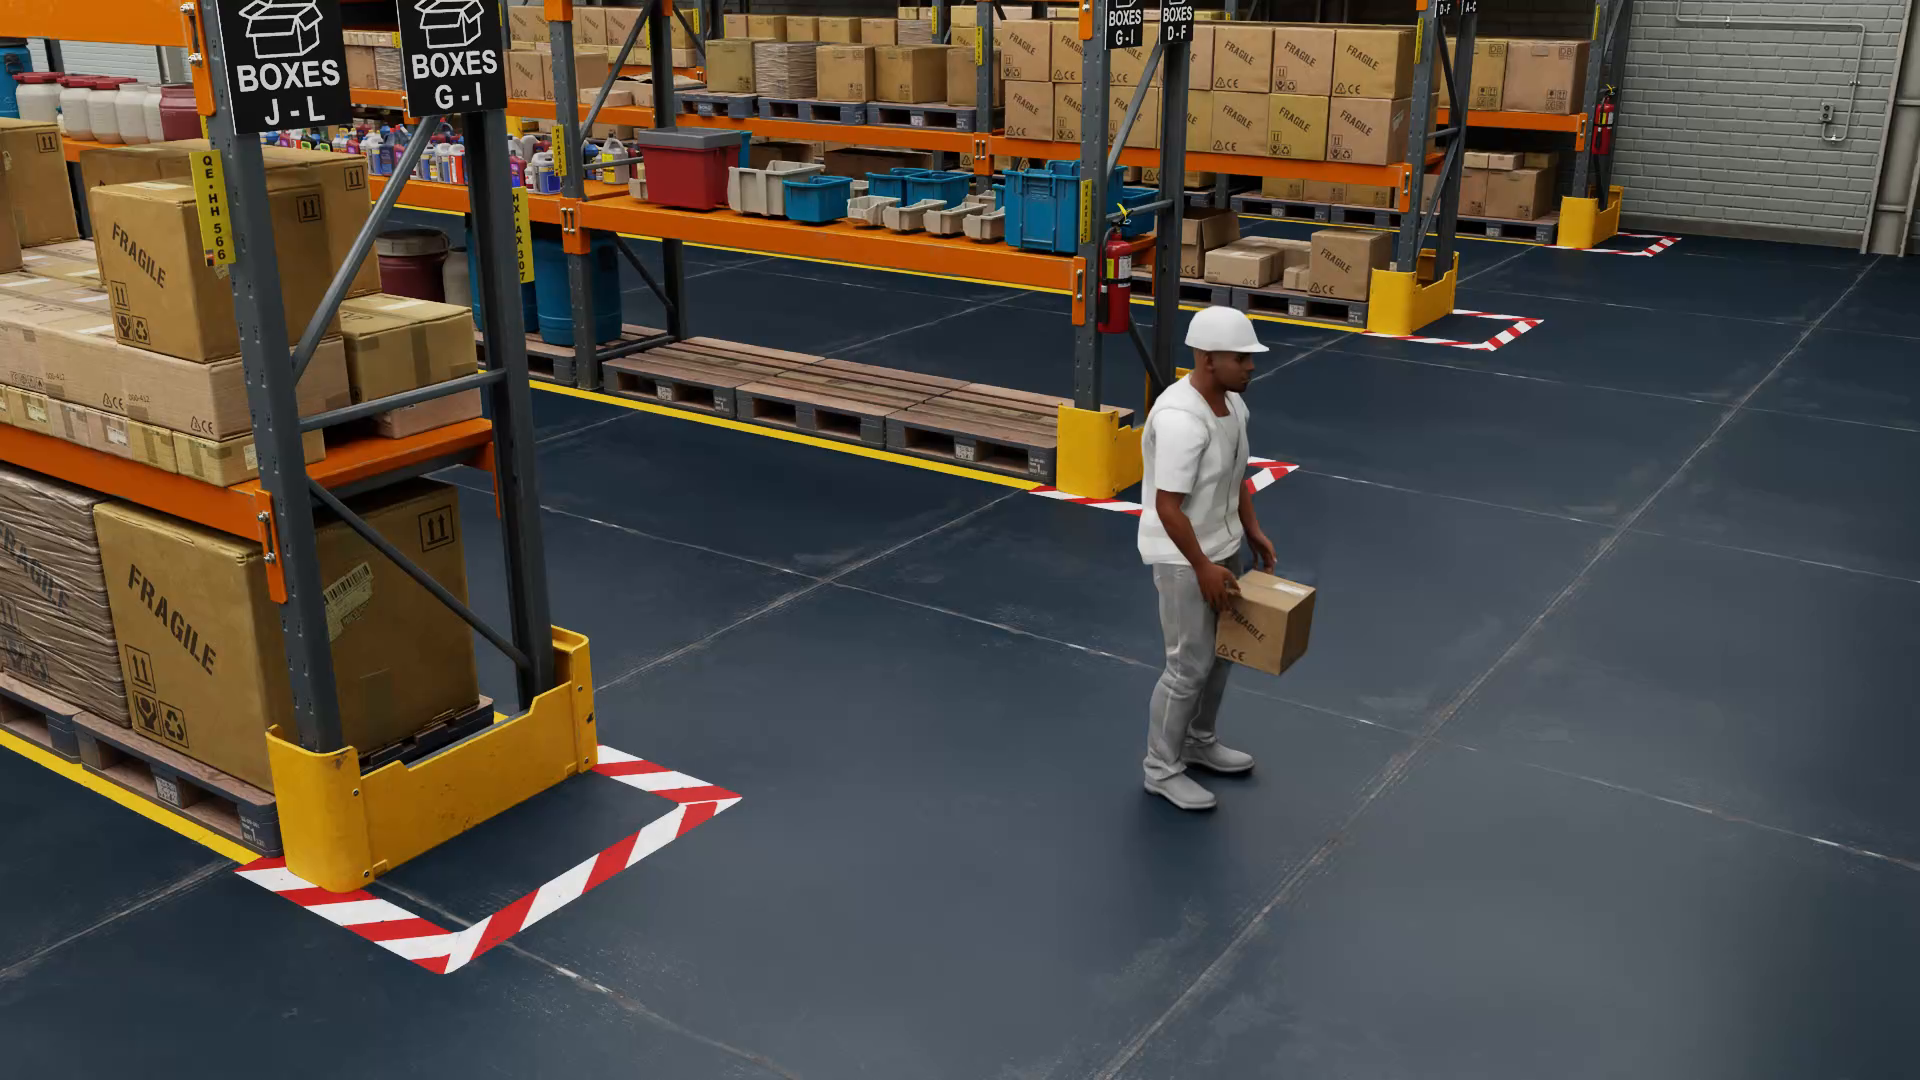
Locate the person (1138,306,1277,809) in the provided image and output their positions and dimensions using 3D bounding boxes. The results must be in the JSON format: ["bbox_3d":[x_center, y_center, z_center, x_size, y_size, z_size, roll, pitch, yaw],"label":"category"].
[{"bbox_3d":[0.863,0.046,5.906,0.434,1.767,0.580,12,23,31],"label":"person"}]
